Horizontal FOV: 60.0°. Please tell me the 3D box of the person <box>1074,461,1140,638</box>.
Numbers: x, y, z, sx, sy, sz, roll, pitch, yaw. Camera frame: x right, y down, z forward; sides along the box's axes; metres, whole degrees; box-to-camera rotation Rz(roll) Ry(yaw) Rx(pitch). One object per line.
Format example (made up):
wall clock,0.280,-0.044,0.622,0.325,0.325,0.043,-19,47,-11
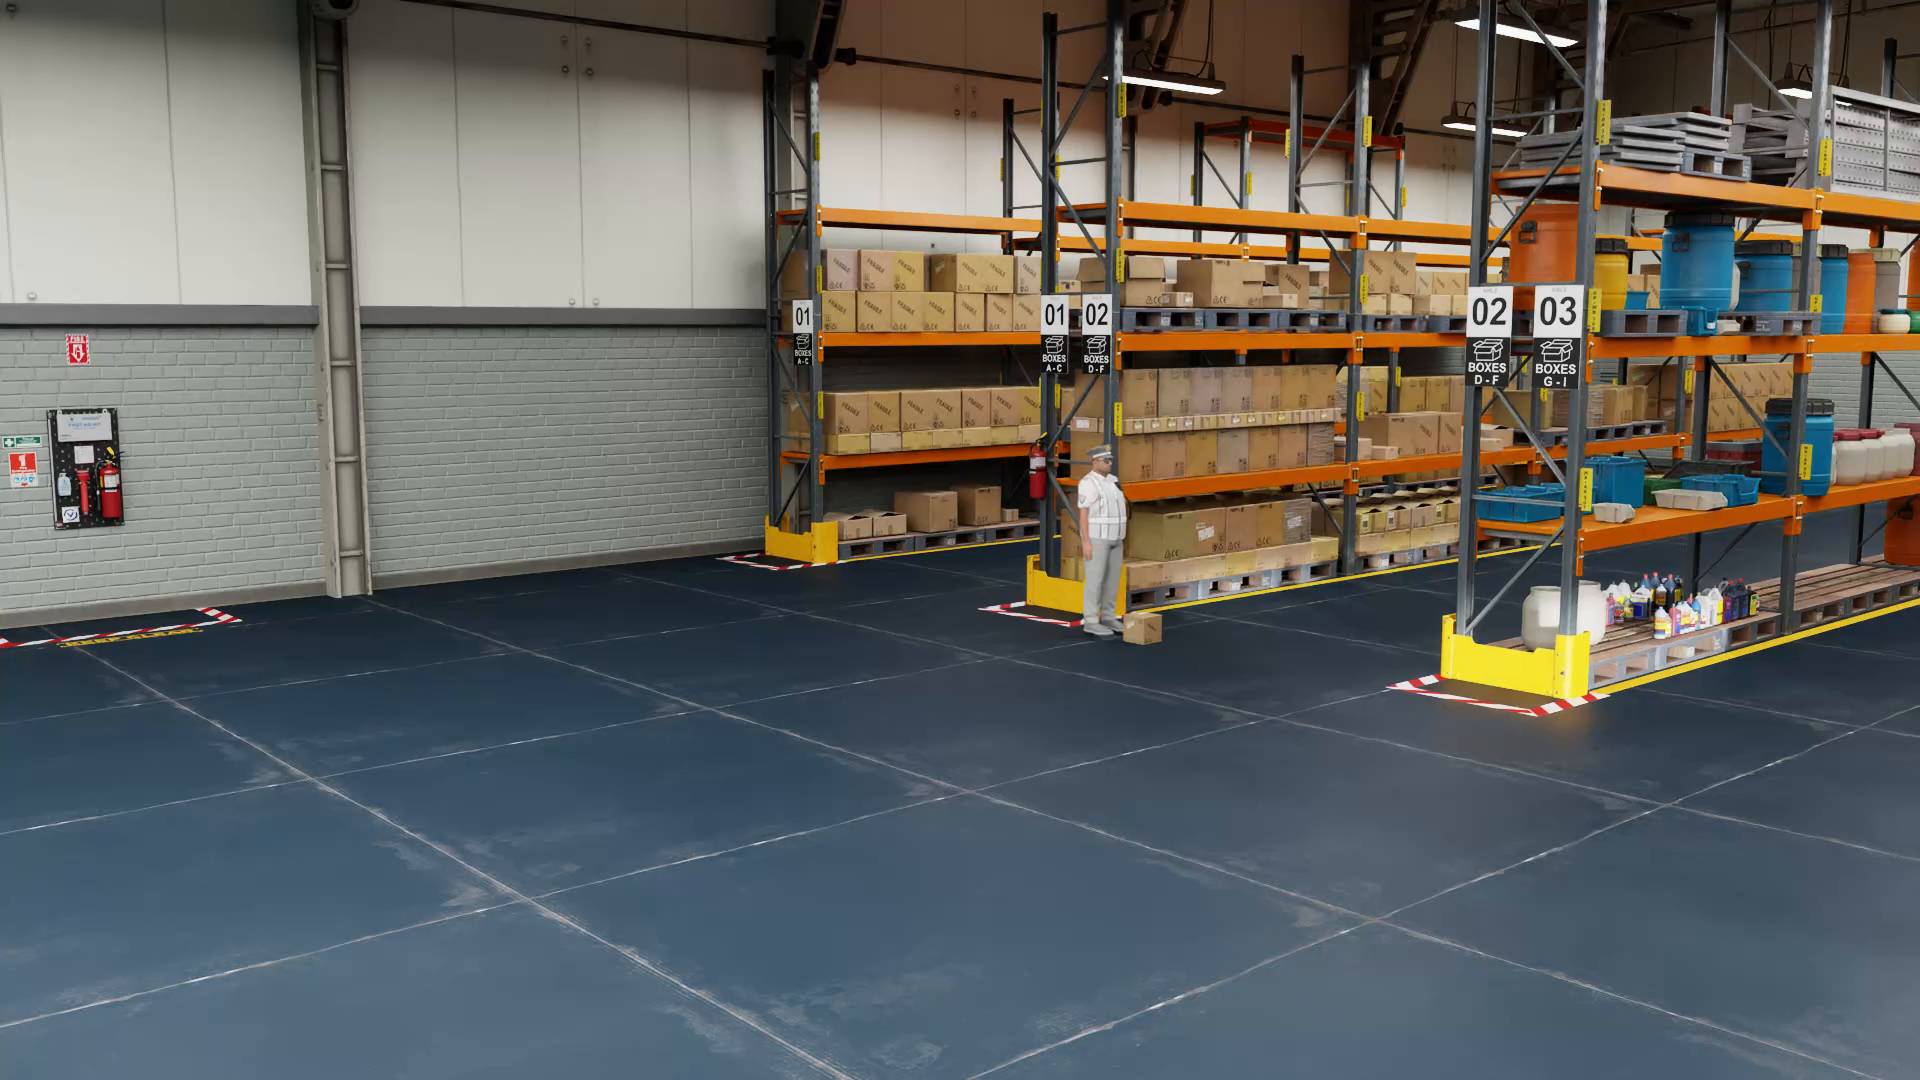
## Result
person,1.386,0.076,15.613,0.571,1.650,0.585,-6,10,-40
